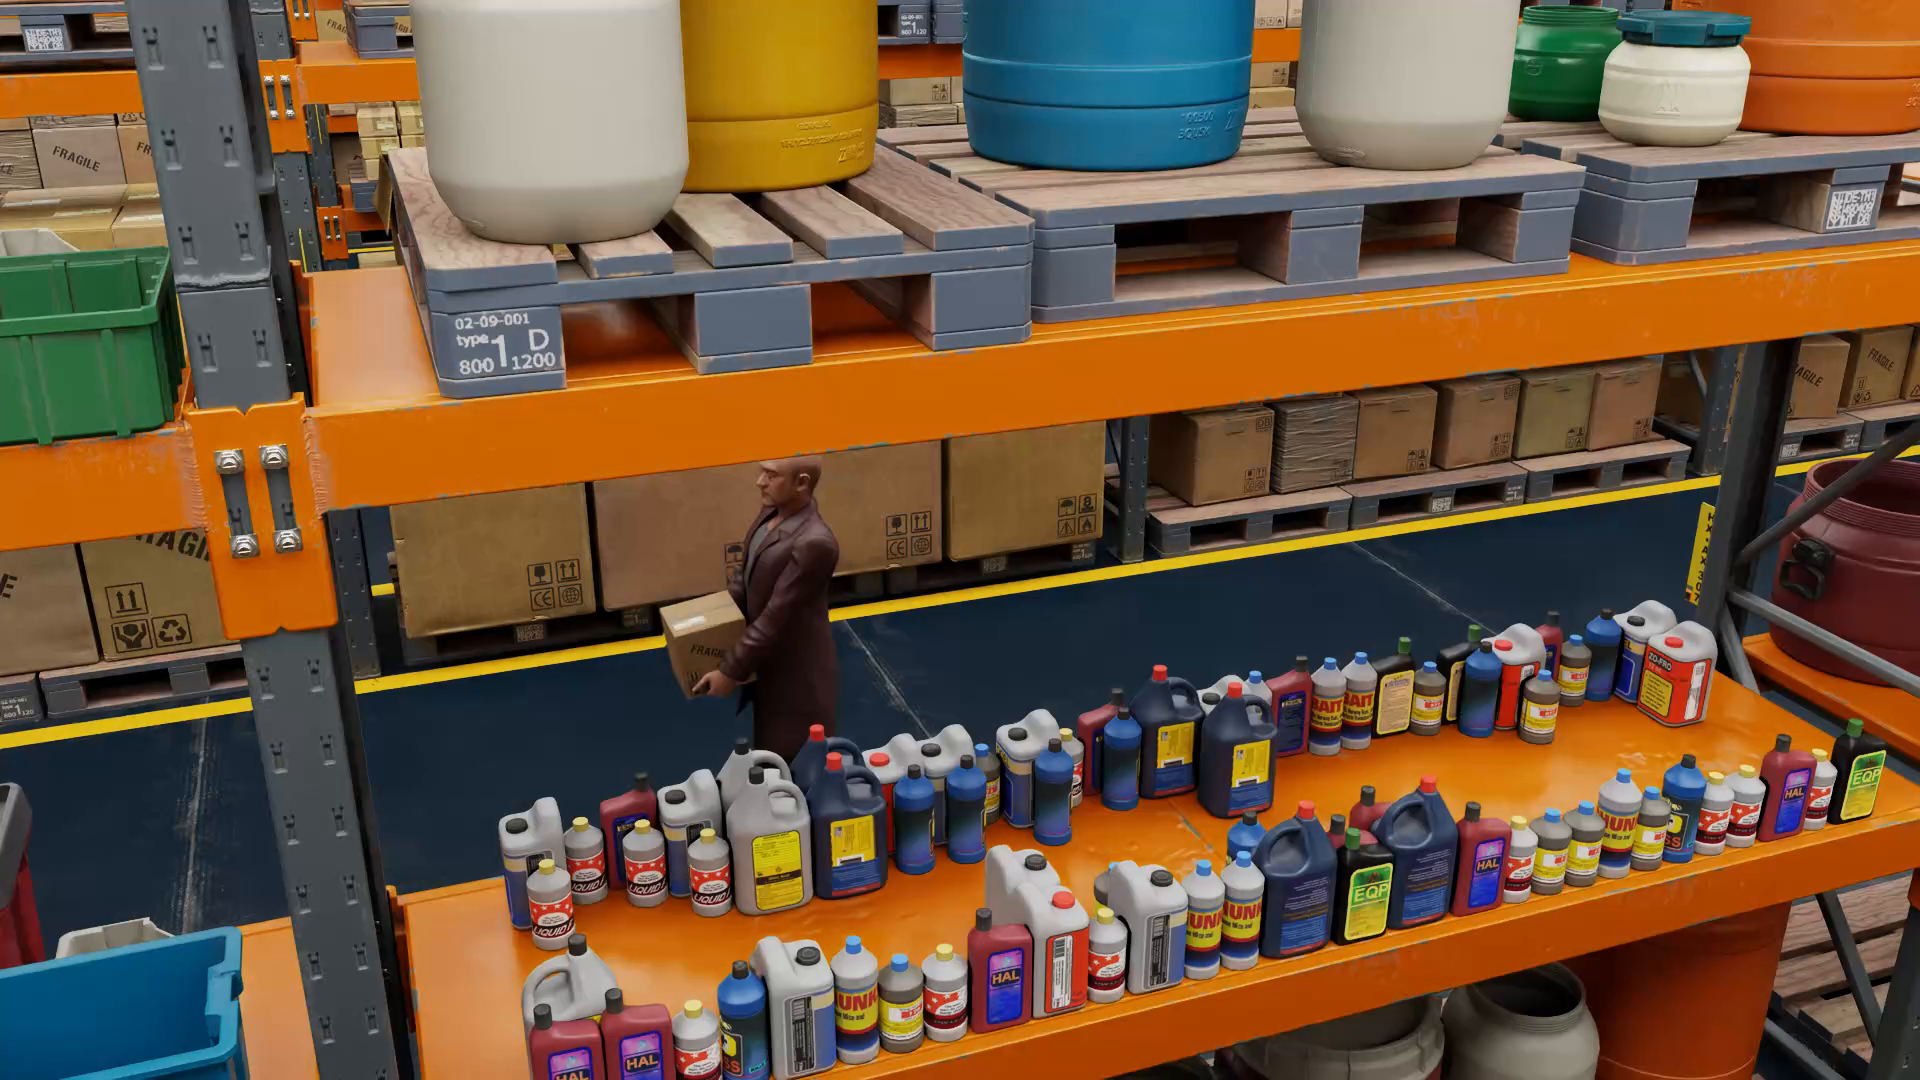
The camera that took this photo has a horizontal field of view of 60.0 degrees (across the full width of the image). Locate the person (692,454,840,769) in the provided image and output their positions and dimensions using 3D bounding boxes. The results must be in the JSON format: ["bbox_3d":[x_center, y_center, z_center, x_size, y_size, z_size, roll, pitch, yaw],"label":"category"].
[{"bbox_3d":[-0.707,0.535,5.928,0.545,1.687,0.524,-8,24,-19],"label":"person"}]
